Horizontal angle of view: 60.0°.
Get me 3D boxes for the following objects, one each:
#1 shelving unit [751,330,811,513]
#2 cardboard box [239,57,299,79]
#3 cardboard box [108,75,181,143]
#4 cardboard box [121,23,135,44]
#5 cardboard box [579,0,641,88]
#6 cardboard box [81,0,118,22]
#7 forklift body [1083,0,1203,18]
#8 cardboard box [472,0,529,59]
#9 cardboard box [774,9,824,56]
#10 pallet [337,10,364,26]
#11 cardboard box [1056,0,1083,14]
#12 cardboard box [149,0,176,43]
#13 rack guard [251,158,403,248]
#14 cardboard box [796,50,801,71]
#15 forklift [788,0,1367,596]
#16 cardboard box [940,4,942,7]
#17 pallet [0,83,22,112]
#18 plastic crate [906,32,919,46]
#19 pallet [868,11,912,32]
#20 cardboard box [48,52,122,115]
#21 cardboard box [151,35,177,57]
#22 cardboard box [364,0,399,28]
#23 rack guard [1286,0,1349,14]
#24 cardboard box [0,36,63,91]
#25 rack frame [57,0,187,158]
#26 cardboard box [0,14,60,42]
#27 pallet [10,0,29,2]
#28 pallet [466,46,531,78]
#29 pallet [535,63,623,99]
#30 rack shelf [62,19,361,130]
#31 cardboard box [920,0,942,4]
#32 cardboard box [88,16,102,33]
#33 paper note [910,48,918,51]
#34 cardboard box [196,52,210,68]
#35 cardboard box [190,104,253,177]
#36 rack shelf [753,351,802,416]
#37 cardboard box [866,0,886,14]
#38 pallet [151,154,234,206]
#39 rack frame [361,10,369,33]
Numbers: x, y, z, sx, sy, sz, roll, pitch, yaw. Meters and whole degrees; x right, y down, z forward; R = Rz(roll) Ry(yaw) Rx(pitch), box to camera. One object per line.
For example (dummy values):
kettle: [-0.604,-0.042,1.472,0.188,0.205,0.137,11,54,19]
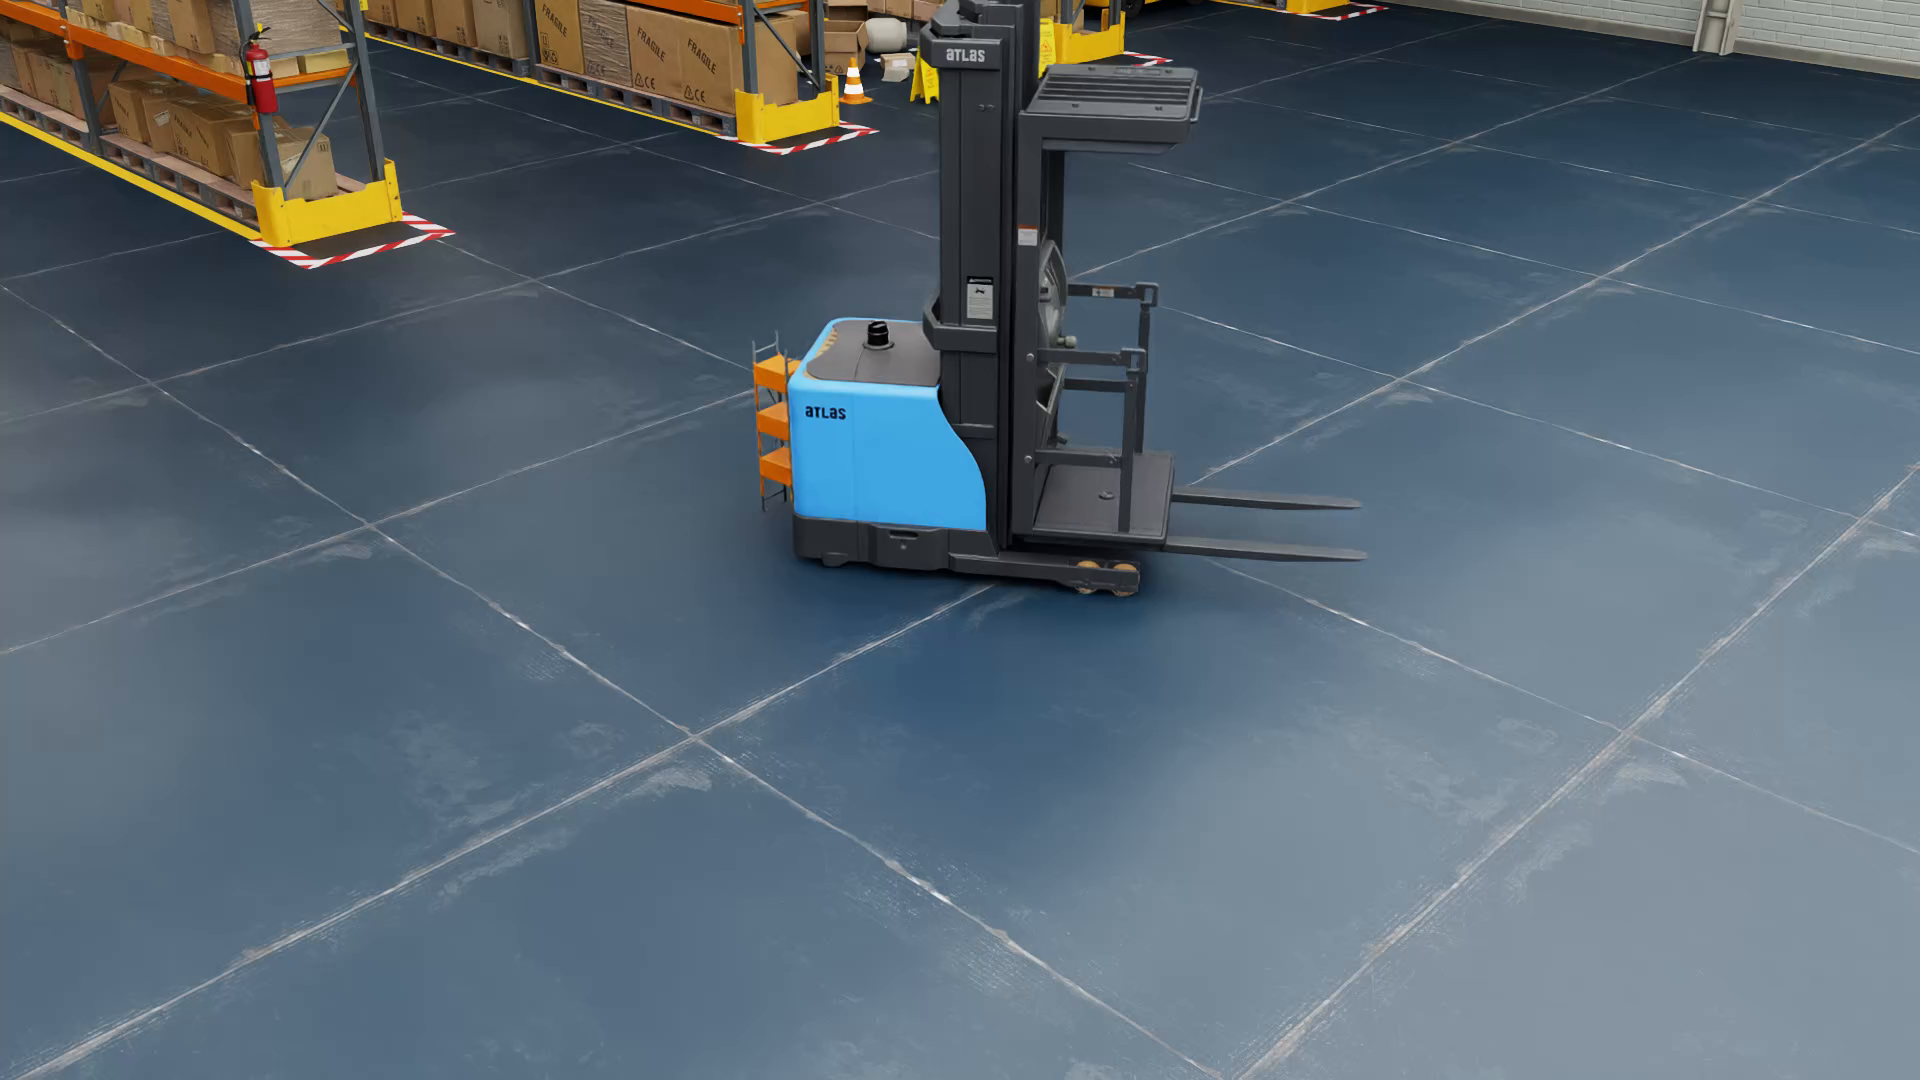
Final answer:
shelving unit: [-0.976,-0.623,9.307,0.252,1.050,0.215,20,34,33]
cardboard box: [-5.695,-3.899,13.711,0.250,0.149,0.380,25,36,38]
cardboard box: [-7.942,-4.226,16.299,0.500,0.500,0.500,23,36,37]
cardboard box: [-7.349,-4.610,15.063,0.250,0.149,0.380,25,36,38]
cardboard box: [-3.605,-5.628,18.561,0.875,0.875,0.875,25,37,39]
cardboard box: [-7.590,-5.124,15.345,0.500,0.500,0.875,25,36,38]
forklift body: [2.447,-8.560,23.219,1.214,2.155,2.313,25,36,38]
cardboard box: [-5.156,-6.266,19.910,0.750,0.750,1.050,24,36,38]
cardboard box: [-2.100,-6.265,20.477,0.503,0.637,0.797,25,36,38]
pallet: [-8.059,-7.230,22.773,1.213,0.211,1.003,25,36,38]
cardboard box: [1.202,-6.937,20.918,0.500,0.500,0.500,23,36,37]
cardboard box: [-6.487,-4.651,14.444,0.500,0.500,0.875,25,36,38]
rack guard: [-5.402,-2.904,14.235,0.348,0.500,1.175,25,36,38]
cardboard box: [-2.133,-5.744,19.888,0.396,0.266,0.258,-18,33,-31]
forklift: [0.664,-1.271,8.517,3.031,2.935,1.130,4,28,8]
cardboard box: [0.095,-6.758,21.382,0.500,0.250,0.500,23,35,37]
pallet: [-10.496,-5.106,18.734,1.213,0.211,1.003,25,36,38]
plastic crate: [-0.707,-6.503,21.531,0.583,0.080,0.402,12,30,22]
pallet: [-0.748,-7.138,22.597,1.213,0.211,1.003,25,36,38]
cardboard box: [-8.949,-4.748,17.270,0.500,0.500,0.700,24,36,38]
cardboard box: [-6.839,-4.353,14.576,0.250,0.149,0.380,25,36,38]
cardboard box: [-7.131,-7.170,21.629,0.750,0.750,1.050,24,36,38]
rack guard: [5.095,-7.808,23.563,0.348,0.500,1.175,25,36,38]
cardboard box: [-10.156,-5.295,18.311,0.500,0.500,0.700,21,34,34]
rack frame: [-8.200,-5.290,16.088,0.127,3.000,1.000,25,36,38]
cardboard box: [-10.168,-5.638,18.156,0.500,0.250,0.500,-21,34,-34]
pallet: [-9.612,-5.878,17.413,1.213,0.211,1.003,25,36,38]
pallet: [-5.253,-5.896,20.236,1.213,0.211,1.003,25,36,38]
pallet: [-4.163,-5.395,19.284,1.213,0.211,1.003,25,36,38]
rack shelf: [-6.773,-4.319,15.015,4.000,0.370,1.077,25,36,38]
cardboard box: [-0.262,-7.257,21.527,0.500,0.500,0.500,-23,35,-37]
cardboard box: [-7.890,-4.851,15.523,0.250,0.149,0.380,25,36,38]
paper note: [-0.557,-6.207,21.021,0.148,0.019,0.142,12,30,22]
cardboard box: [-6.255,-4.132,14.154,0.250,0.149,0.380,25,36,38]
cardboard box: [-6.664,-3.668,15.238,0.500,0.500,0.500,-21,34,-35]
rack shelf: [-0.976,-0.865,9.179,0.240,0.259,0.215,20,34,33]
cardboard box: [-1.020,-7.266,22.349,0.500,0.250,0.500,23,35,36]
pallet: [-6.822,-3.451,15.586,1.213,0.211,1.003,25,36,38]
rack frame: [-7.502,-8.209,21.638,0.127,3.000,1.000,25,36,38]
